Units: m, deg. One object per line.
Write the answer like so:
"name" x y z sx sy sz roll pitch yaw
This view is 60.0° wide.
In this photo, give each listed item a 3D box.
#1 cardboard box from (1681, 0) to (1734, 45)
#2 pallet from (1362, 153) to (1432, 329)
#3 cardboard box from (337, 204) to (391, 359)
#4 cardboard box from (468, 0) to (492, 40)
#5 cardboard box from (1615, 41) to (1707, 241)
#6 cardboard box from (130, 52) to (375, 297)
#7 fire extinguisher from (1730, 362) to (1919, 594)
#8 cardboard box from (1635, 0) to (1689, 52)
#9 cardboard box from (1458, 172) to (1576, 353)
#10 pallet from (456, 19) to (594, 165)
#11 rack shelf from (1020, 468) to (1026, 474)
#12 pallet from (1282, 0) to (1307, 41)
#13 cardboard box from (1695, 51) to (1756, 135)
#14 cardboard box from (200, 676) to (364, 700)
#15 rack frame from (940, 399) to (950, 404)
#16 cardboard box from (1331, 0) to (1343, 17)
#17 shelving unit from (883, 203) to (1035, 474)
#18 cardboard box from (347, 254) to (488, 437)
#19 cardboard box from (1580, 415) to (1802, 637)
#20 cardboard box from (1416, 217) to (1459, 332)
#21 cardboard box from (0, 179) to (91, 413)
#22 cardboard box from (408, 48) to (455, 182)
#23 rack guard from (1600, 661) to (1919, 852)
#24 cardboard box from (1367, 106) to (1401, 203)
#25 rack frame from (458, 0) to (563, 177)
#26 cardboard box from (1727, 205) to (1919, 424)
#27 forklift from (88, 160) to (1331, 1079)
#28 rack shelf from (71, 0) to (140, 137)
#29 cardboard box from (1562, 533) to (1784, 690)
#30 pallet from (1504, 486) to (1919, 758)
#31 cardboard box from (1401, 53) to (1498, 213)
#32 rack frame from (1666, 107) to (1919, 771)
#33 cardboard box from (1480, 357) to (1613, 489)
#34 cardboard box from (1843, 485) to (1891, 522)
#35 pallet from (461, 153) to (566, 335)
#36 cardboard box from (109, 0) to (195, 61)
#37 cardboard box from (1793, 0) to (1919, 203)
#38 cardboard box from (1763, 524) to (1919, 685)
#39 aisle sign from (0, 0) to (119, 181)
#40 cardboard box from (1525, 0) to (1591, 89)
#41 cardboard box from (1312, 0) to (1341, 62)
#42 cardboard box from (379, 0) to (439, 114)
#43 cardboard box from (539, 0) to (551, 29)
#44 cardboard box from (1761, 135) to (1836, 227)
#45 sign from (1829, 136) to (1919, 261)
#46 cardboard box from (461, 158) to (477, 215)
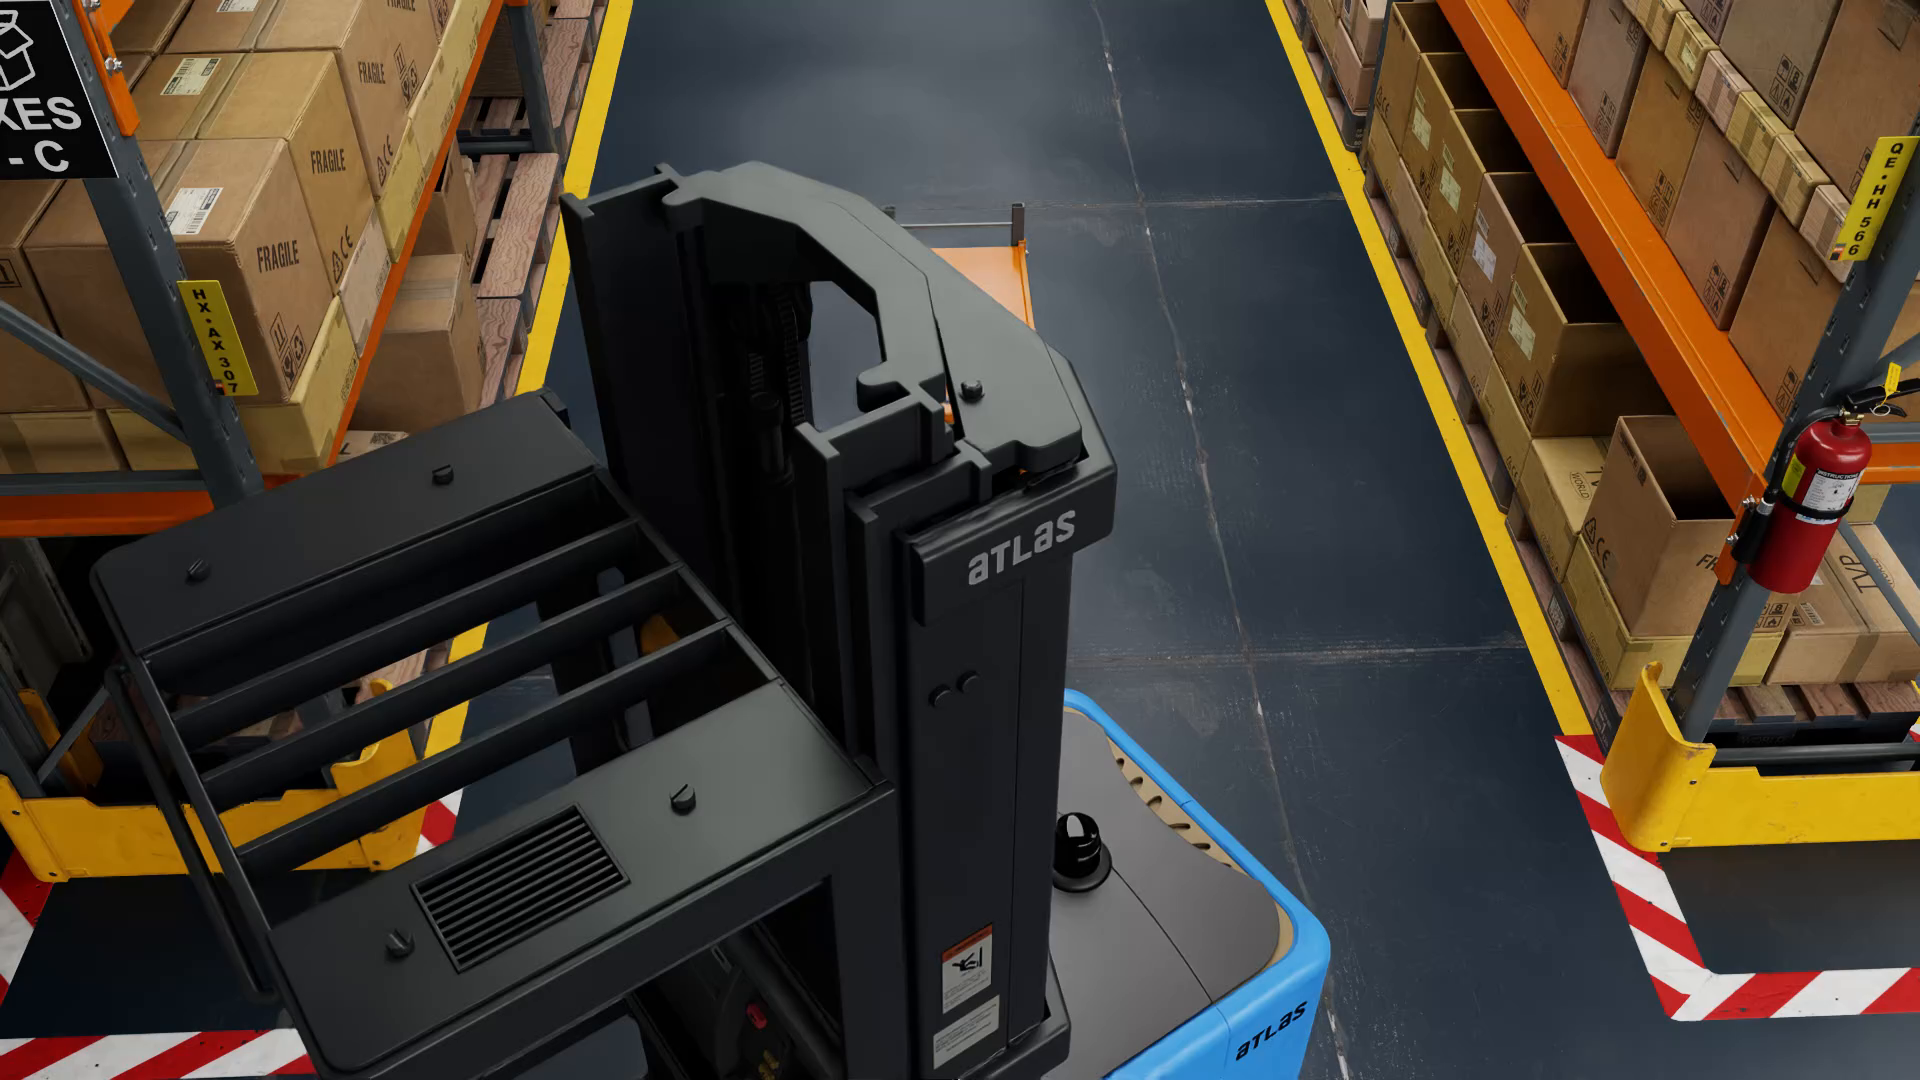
"cardboard box" 2.605 -1.842 5.005 0.700 0.500 0.500 -1 43 -2
"pallet" 2.486 -1.414 7.637 1.003 0.211 1.213 -2 43 -2
"cardboard box" -2.025 -0.776 4.973 0.500 0.250 0.500 -3 43 -3
"cardboard box" -2.119 -2.140 6.461 0.500 0.250 0.500 -1 43 -2
"cardboard box" 2.615 -1.322 5.399 0.700 0.500 0.500 -1 43 -2
"cardboard box" -2.016 -1.029 4.694 0.500 0.500 0.500 -2 43 -2
"fire extinguisher" 2.205 -0.158 4.260 0.296 0.674 0.183 -2 43 -2
"cardboard box" 2.401 -1.683 5.312 0.380 0.149 0.250 -1 43 -1
"cardboard box" 2.267 -1.063 6.359 0.500 0.500 0.500 -2 43 -2
"pallet" -2.489 -2.333 8.639 1.003 0.211 1.213 -2 43 -2
"rack shelf" 0.000 -0.239 6.040 0.538 0.278 1.000 -2 43 -2
"pallet" 2.369 -3.274 9.666 1.003 0.211 1.213 -2 43 -2
"cardboard box" 2.426 -1.328 4.925 0.380 0.149 0.250 -1 43 -1
"cardboard box" -2.224 0.224 5.450 0.500 0.311 0.500 -6 43 -7
"rack frame" 0.021 -0.076 5.500 0.500 1.125 0.032 -2 43 -2
"cardboard box" 2.162 -2.945 8.552 0.500 0.311 0.500 -1 43 -1
"shelving unit" 0.000 -0.419 5.875 0.538 1.125 1.048 -2 43 -2
"cardboard box" -2.230 -0.727 6.348 0.700 0.500 0.500 -4 43 -4
"cardboard box" 2.344 -0.051 5.255 0.500 0.500 0.500 -2 43 -2
"cardboard box" 2.243 -1.124 6.981 0.500 0.250 0.500 -2 43 -2
"cardboard box" -2.517 -0.676 4.309 0.500 0.500 0.500 -2 43 -2
"cardboard box" -2.060 -1.462 5.721 0.500 0.250 0.500 -1 43 -1
"rack guard" 2.665 0.658 5.163 1.175 0.500 0.348 -2 43 -2
"cardboard box" 2.211 -1.800 7.718 0.500 0.250 0.500 -2 43 -2
"rack frame" -2.455 -2.836 7.124 1.000 3.000 0.127 -2 43 -2
"cardboard box" 2.657 -0.632 4.646 0.700 0.500 0.500 -2 43 -2
"forklift" -0.649 0.907 3.091 3.031 2.935 1.130 -26 48 -25
"rack shelf" -2.370 -2.326 4.880 1.077 0.370 4.000 -2 43 -2
"cardboard box" 2.346 0.225 5.509 0.500 0.250 0.500 -2 43 -2
"pallet" 2.590 0.233 5.840 1.003 0.211 1.213 -2 43 -2
"cardboard box" 2.230 -1.739 7.096 0.500 0.500 0.500 -2 43 -2
"rack frame" 2.664 -0.280 4.336 1.000 3.000 0.127 -2 43 -2
"cardboard box" 2.290 -0.450 6.245 0.500 0.250 0.500 -2 43 -2
"cardboard box" 2.840 -0.404 5.640 0.500 0.500 0.500 -2 43 -2
"pallet" -2.391 -1.355 7.573 1.003 0.211 1.213 -2 43 -2
"cardboard box" -2.555 -1.365 5.061 0.500 0.500 0.500 -3 43 -3
"cardboard box" 2.655 -1.146 4.247 0.700 0.500 0.500 -1 43 -2
"cardboard box" 2.864 0.210 5.525 0.500 0.250 0.500 -2 43 -2
"aisle sign" -1.982 -1.054 3.256 0.394 0.787 0.004 -2 43 -2
"cardboard box" 2.566 -2.023 6.163 0.700 0.500 0.500 -1 43 -1
"cardboard box" 2.167 -2.735 8.738 0.500 0.250 0.500 -2 43 -2
"cardboard box" -2.065 -1.726 5.454 0.500 0.500 0.500 0 43 0
"cardboard box" -2.575 -2.920 8.740 0.700 0.500 0.500 -2 43 -3
"cardboard box" 2.445 -0.985 4.551 0.380 0.149 0.250 -1 43 -1
"sign" 2.121 -0.788 3.858 0.100 0.325 0.005 -2 43 -2
"cardboard box" -2.402 -1.593 7.539 0.380 0.166 0.250 -7 43 -7
